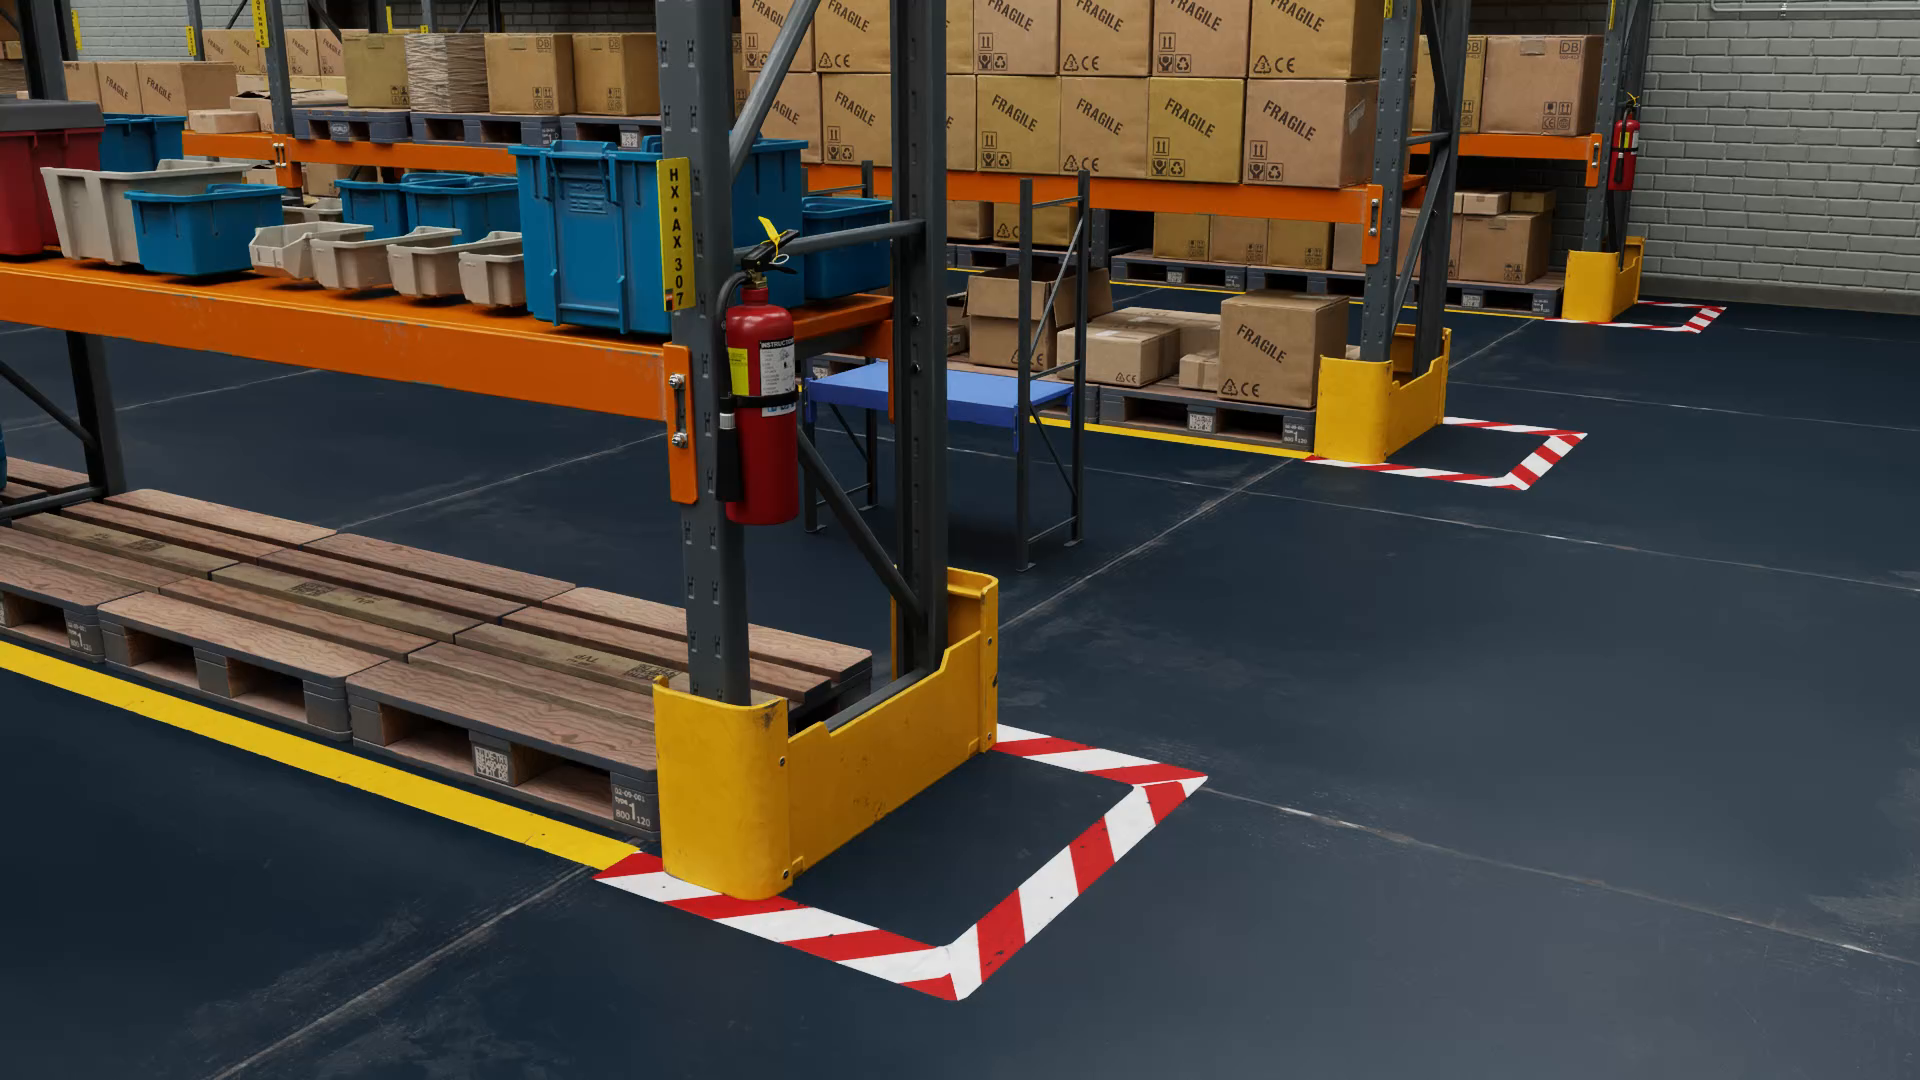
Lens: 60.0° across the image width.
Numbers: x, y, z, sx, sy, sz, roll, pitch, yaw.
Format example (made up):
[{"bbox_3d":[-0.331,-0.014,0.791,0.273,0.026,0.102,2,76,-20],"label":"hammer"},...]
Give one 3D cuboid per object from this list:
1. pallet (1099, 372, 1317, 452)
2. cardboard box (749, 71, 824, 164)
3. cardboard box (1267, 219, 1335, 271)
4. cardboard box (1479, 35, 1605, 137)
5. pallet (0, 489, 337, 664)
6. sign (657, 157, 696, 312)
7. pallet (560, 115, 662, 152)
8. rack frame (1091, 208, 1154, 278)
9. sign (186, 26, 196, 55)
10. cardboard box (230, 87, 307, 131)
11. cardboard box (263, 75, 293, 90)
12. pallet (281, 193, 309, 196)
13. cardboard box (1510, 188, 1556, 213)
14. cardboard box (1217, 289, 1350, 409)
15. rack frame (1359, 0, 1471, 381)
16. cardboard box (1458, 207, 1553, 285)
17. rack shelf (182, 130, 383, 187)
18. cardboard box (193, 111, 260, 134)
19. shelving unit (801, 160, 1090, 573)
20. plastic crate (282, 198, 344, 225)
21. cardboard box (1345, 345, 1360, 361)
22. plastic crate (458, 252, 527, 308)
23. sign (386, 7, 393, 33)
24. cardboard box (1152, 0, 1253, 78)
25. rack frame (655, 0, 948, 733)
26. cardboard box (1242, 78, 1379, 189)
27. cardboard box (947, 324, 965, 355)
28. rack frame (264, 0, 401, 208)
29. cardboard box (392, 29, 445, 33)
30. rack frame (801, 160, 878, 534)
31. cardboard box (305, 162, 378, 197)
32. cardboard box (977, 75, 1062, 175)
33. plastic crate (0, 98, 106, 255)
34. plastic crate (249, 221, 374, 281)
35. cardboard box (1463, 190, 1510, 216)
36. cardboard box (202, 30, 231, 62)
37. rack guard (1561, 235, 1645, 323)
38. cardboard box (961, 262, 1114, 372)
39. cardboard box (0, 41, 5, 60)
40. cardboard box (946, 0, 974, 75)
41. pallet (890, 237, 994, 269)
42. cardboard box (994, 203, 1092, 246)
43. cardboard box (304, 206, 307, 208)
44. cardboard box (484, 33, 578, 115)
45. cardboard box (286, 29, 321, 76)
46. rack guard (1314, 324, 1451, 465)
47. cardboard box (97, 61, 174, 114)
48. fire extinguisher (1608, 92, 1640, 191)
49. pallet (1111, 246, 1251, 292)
[{"bbox_3d":[1.505,-0.752,8.996,1.213,0.211,1.003,10,20,30],"label":"pallet"},{"bbox_3d":[-0.867,-2.465,9.665,0.500,0.500,0.500,11,20,31],"label":"cardboard box"},{"bbox_3d":[2.877,-2.500,13.529,0.500,0.500,0.700,11,20,31],"label":"cardboard box"},{"bbox_3d":[4.399,-3.400,12.398,0.700,0.700,0.980,11,20,33],"label":"cardboard box"},{"bbox_3d":[-3.107,0.100,6.189,1.213,0.211,1.003,10,20,30],"label":"pallet"},{"bbox_3d":[-0.620,-0.667,3.637,0.005,0.325,0.100,10,20,30],"label":"sign"},{"bbox_3d":[-1.782,-2.619,10.674,1.213,0.211,1.003,10,20,30],"label":"pallet"},{"bbox_3d":[1.431,-3.790,14.198,0.127,3.000,1.000,10,20,30],"label":"rack frame"},{"bbox_3d":[-9.079,-5.895,19.638,0.005,0.325,0.100,10,20,30],"label":"sign"},{"bbox_3d":[-5.228,-3.312,12.778,0.500,0.311,0.500,10,19,29],"label":"cardboard box"},{"bbox_3d":[-7.664,-5.246,19.214,0.500,0.250,0.500,10,19,29],"label":"cardboard box"},{"bbox_3d":[-8.056,-4.137,20.138,1.213,0.211,1.003,10,20,30],"label":"pallet"},{"bbox_3d":[4.402,-2.609,12.772,0.250,0.149,0.380,10,20,30],"label":"cardboard box"},{"bbox_3d":[1.658,-0.990,8.525,0.500,0.500,0.500,10,20,30],"label":"cardboard box"},{"bbox_3d":[2.250,-1.954,8.154,0.127,3.000,1.000,10,20,30],"label":"rack frame"},{"bbox_3d":[4.190,-2.268,12.766,0.500,0.500,0.700,10,20,30],"label":"cardboard box"},{"bbox_3d":[-6.271,-3.131,13.266,4.000,0.370,1.077,10,20,30],"label":"rack shelf"},{"bbox_3d":[-5.478,-3.119,12.421,0.250,0.149,0.380,10,20,30],"label":"cardboard box"},{"bbox_3d":[-0.073,-0.731,6.706,1.048,1.500,0.538,10,20,30],"label":"shelving unit"},{"bbox_3d":[-2.113,-1.049,5.523,0.466,0.136,0.293,10,20,30],"label":"plastic crate"},{"bbox_3d":[2.073,-0.949,8.994,0.250,0.149,0.380,10,20,30],"label":"cardboard box"},{"bbox_3d":[-1.135,-0.710,4.407,0.243,0.136,0.396,10,20,30],"label":"plastic crate"},{"bbox_3d":[-4.291,-3.823,12.450,0.005,0.325,0.100,10,20,30],"label":"sign"},{"bbox_3d":[1.296,-2.557,8.245,0.500,0.500,0.500,11,20,32],"label":"cardboard box"},{"bbox_3d":[-0.345,-0.728,4.117,0.127,3.000,1.000,10,20,30],"label":"rack frame"},{"bbox_3d":[1.726,-2.003,8.142,0.500,0.500,0.500,11,20,32],"label":"cardboard box"},{"bbox_3d":[-0.172,-1.171,9.693,0.250,0.166,0.380,10,20,30],"label":"cardboard box"},{"bbox_3d":[-4.567,-3.171,12.160,0.127,3.000,1.000,10,20,30],"label":"rack frame"},{"bbox_3d":[-5.951,-5.299,18.098,0.500,0.500,0.500,10,20,30],"label":"cardboard box"},{"bbox_3d":[-0.506,-0.808,6.960,0.032,1.500,0.500,10,20,30],"label":"rack frame"},{"bbox_3d":[-7.167,-4.292,19.392,0.500,0.500,0.700,9,19,27],"label":"cardboard box"},{"bbox_3d":[0.430,-2.235,8.905,0.500,0.500,0.500,10,19,29],"label":"cardboard box"},{"bbox_3d":[-3.124,-1.198,5.450,0.583,0.464,0.402,10,20,30],"label":"plastic crate"},{"bbox_3d":[-1.887,-0.834,4.817,0.250,0.136,0.298,10,20,30],"label":"plastic crate"},{"bbox_3d":[3.986,-2.553,12.587,0.250,0.149,0.380,10,19,29],"label":"cardboard box"},{"bbox_3d":[-8.545,-5.765,19.632,0.500,0.500,0.500,10,20,30],"label":"cardboard box"},{"bbox_3d":[4.860,-1.982,12.546,0.348,0.500,1.175,10,20,30],"label":"rack guard"},{"bbox_3d":[0.445,-1.294,9.519,0.637,0.503,0.797,10,20,30],"label":"cardboard box"},{"bbox_3d":[-8.319,-4.126,14.015,0.250,0.149,0.380,10,20,30],"label":"cardboard box"},{"bbox_3d":[-0.027,-2.791,9.016,0.500,0.500,0.500,9,19,28],"label":"cardboard box"},{"bbox_3d":[-0.310,-2.740,15.538,1.213,0.211,1.003,10,20,30],"label":"pallet"},{"bbox_3d":[0.809,-3.029,14.668,0.750,0.750,0.750,10,20,31],"label":"cardboard box"},{"bbox_3d":[-5.142,-2.343,12.478,0.500,0.311,0.500,11,20,31],"label":"cardboard box"},{"bbox_3d":[-2.696,-3.065,10.916,0.500,0.500,0.700,5,18,16],"label":"cardboard box"},{"bbox_3d":[-7.246,-5.532,18.864,0.500,0.500,0.500,11,20,32],"label":"cardboard box"},{"bbox_3d":[2.185,-0.770,8.555,0.348,0.500,1.175,10,20,30],"label":"rack guard"},{"bbox_3d":[-6.454,-3.550,13.236,0.500,0.500,0.500,10,20,30],"label":"cardboard box"},{"bbox_3d":[4.726,-2.829,11.808,0.183,0.674,0.296,10,20,30],"label":"fire extinguisher"},{"bbox_3d":[2.038,-2.321,14.158,1.213,0.211,1.003,10,20,30],"label":"pallet"}]
